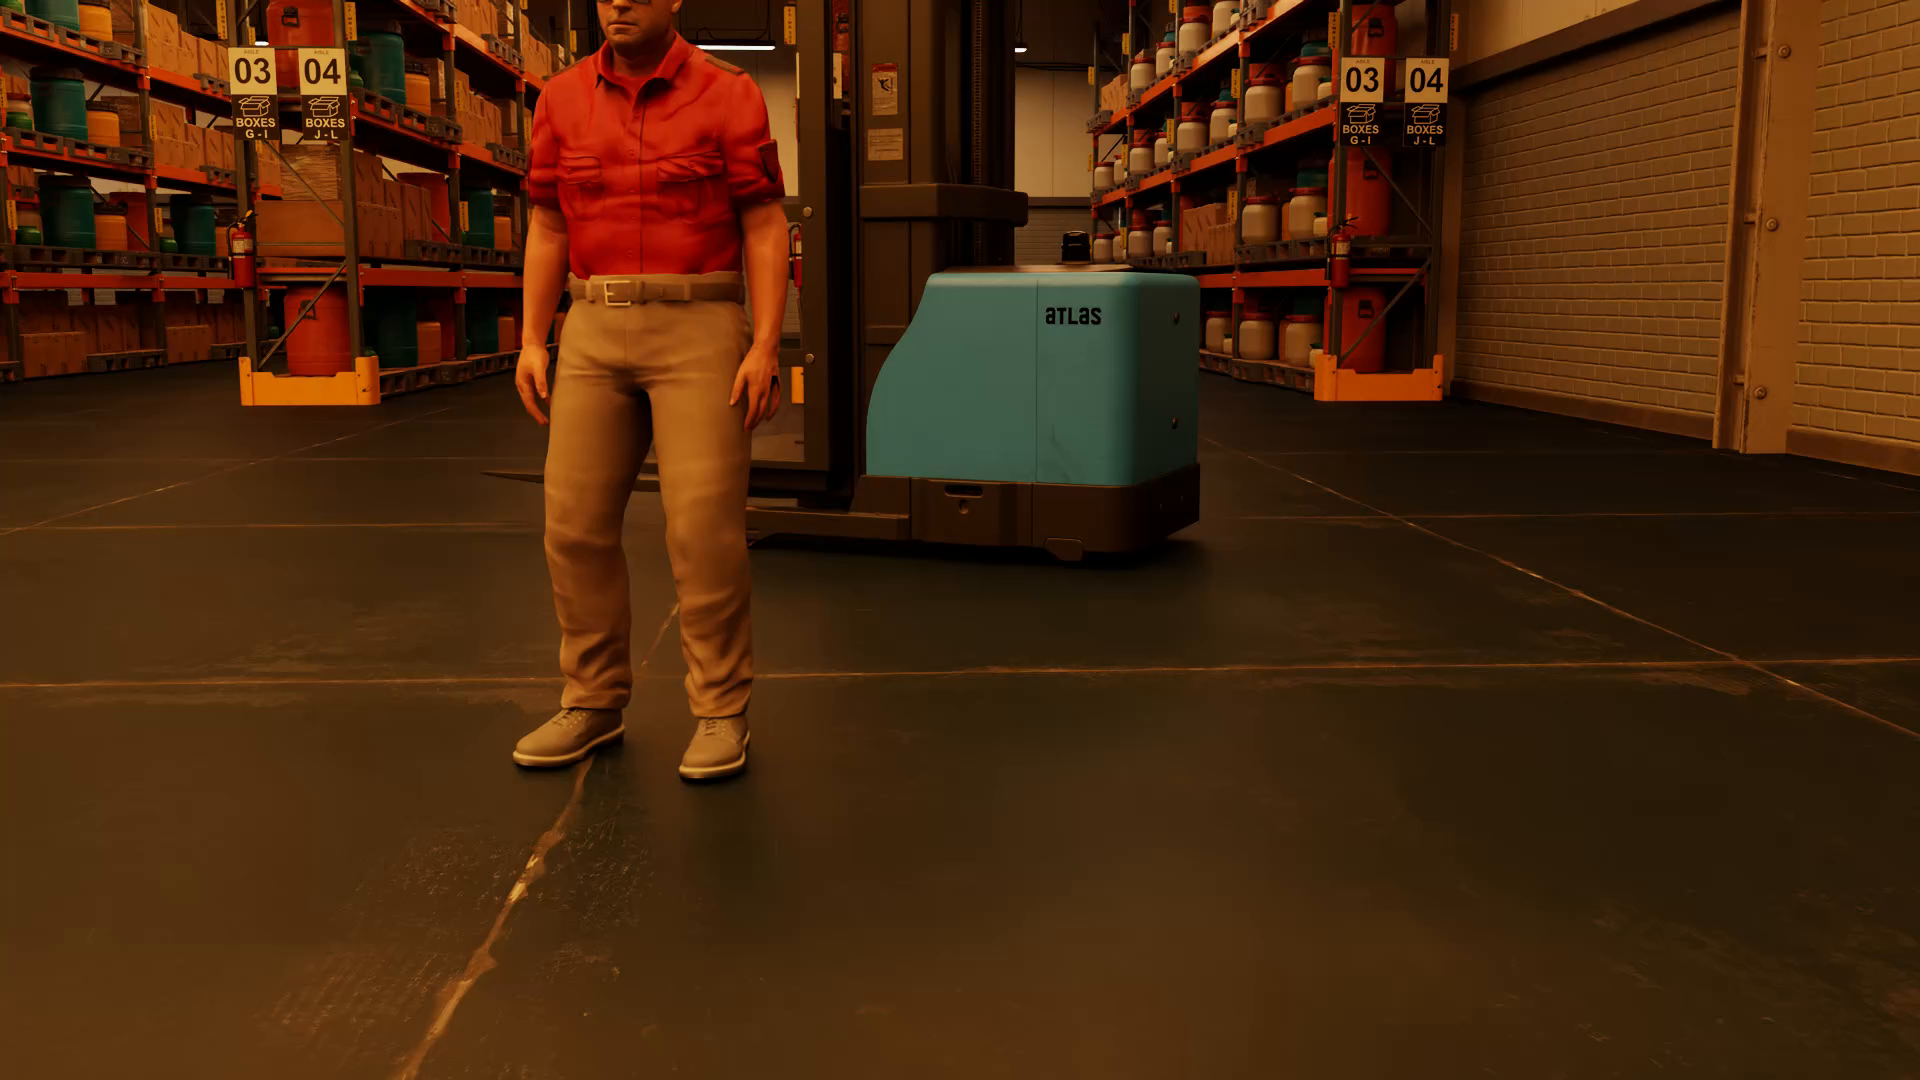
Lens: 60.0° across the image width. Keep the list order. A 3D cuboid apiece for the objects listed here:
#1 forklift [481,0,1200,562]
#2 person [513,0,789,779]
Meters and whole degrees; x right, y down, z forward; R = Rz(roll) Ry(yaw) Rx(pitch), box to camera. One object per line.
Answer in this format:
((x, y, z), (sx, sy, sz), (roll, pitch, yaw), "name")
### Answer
((-0.579, -1.486, 6.835), (3.031, 2.935, 1.130), (4, 9, 23), "forklift")
((-0.656, -0.383, 3.515), (0.586, 1.727, 0.398), (2, 9, 11), "person")
